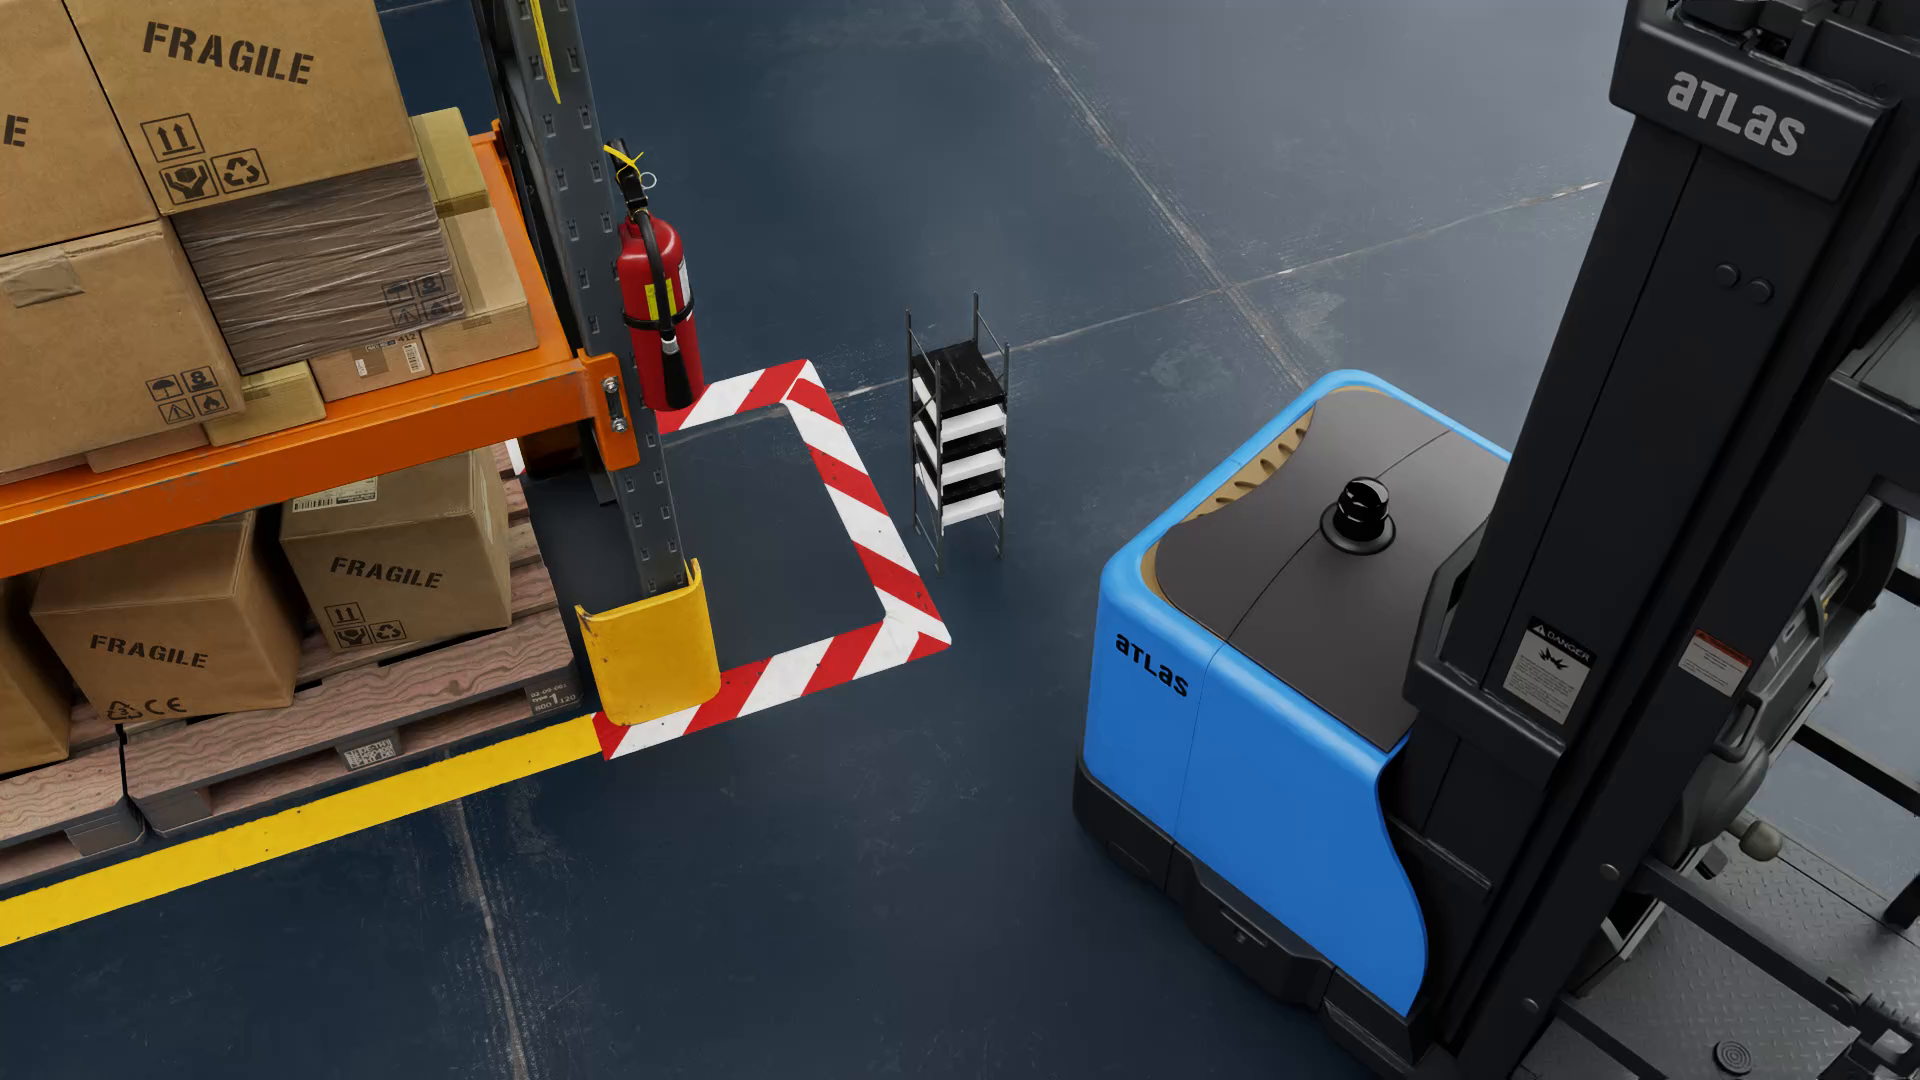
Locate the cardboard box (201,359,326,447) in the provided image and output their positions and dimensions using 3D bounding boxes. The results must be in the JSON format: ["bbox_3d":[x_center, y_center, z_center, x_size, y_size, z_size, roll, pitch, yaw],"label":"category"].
[{"bbox_3d":[-1.621,-0.418,3.798,0.250,0.149,0.380,-17,52,-14],"label":"cardboard box"}]

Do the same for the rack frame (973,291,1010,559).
[{"bbox_3d":[0.087,-0.320,4.932,0.006,0.900,0.240,-17,52,-14],"label":"rack frame"}]

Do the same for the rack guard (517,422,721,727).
[{"bbox_3d":[-1.062,-0.070,4.980,0.348,0.500,1.175,-17,52,-14],"label":"rack guard"}]

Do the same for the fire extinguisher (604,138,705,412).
[{"bbox_3d":[-0.711,-0.590,3.830,0.183,0.674,0.296,-17,52,-14],"label":"fire extinguisher"}]

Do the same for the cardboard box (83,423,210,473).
[{"bbox_3d":[-1.858,-0.357,3.745,0.250,0.149,0.380,-17,52,-14],"label":"cardboard box"}]

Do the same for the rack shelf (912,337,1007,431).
[{"bbox_3d":[-0.008,-0.445,4.727,0.200,0.077,0.258,-17,52,-14],"label":"rack shelf"}]

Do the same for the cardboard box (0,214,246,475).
[{"bbox_3d":[-1.929,-0.669,3.586,0.500,0.500,0.875,-17,52,-14],"label":"cardboard box"}]

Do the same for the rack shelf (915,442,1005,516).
[{"bbox_3d":[-0.008,-0.211,5.000,0.200,0.077,0.258,-17,52,-14],"label":"rack shelf"}]

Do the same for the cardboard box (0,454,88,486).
[{"bbox_3d":[-2.105,-0.315,3.709,0.250,0.149,0.380,-17,52,-14],"label":"cardboard box"}]

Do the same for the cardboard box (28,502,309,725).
[{"bbox_3d":[-2.116,0.134,4.528,0.500,0.500,0.500,-5,50,-5],"label":"cardboard box"}]

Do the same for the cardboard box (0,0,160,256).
[{"bbox_3d":[-1.868,-0.883,3.110,0.500,0.500,0.500,-17,52,-14],"label":"cardboard box"}]

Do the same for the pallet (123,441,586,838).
[{"bbox_3d":[-1.827,0.232,4.911,1.213,0.211,1.003,-17,52,-14],"label":"pallet"}]

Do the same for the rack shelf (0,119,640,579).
[{"bbox_3d":[-2.843,-0.098,3.831,4.000,0.370,1.077,-17,52,-14],"label":"rack shelf"}]

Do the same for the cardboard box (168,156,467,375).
[{"bbox_3d":[-1.511,-0.897,3.781,0.500,0.500,0.875,-17,52,-14],"label":"cardboard box"}]

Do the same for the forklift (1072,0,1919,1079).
[{"bbox_3d":[1.720,0.321,3.042,3.031,2.935,1.130,36,58,27],"label":"forklift"}]

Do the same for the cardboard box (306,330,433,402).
[{"bbox_3d":[-1.409,-0.526,3.890,0.250,0.149,0.380,-17,52,-14],"label":"cardboard box"}]

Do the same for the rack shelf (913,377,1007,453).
[{"bbox_3d":[-0.008,-0.386,4.795,0.200,0.077,0.258,-17,52,-14],"label":"rack shelf"}]

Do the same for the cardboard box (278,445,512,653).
[{"bbox_3d":[-1.576,-0.061,4.696,0.500,0.500,0.500,-9,50,-7],"label":"cardboard box"}]

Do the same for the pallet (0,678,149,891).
[{"bbox_3d":[-2.955,0.579,4.613,1.213,0.211,1.003,-17,52,-14],"label":"pallet"}]

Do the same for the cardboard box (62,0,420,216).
[{"bbox_3d":[-1.407,-1.030,3.236,0.500,0.500,0.500,-17,52,-14],"label":"cardboard box"}]

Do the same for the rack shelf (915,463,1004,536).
[{"bbox_3d":[-0.008,-0.152,5.068,0.200,0.077,0.258,-17,52,-14],"label":"rack shelf"}]

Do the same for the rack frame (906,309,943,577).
[{"bbox_3d":[-0.102,-0.262,4.882,0.006,0.900,0.240,-17,52,-14],"label":"rack frame"}]

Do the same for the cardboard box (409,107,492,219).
[{"bbox_3d":[-1.346,-0.910,4.220,0.250,0.149,0.380,-17,52,-14],"label":"cardboard box"}]

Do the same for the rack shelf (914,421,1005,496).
[{"bbox_3d":[-0.008,-0.269,4.932,0.200,0.077,0.258,-17,52,-14],"label":"rack shelf"}]

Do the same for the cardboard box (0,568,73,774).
[{"bbox_3d":[-2.703,0.301,4.385,0.500,0.500,0.500,-13,51,-11],"label":"cardboard box"}]

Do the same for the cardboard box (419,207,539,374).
[{"bbox_3d":[-1.177,-0.597,3.951,0.250,0.149,0.380,-17,52,-14],"label":"cardboard box"}]

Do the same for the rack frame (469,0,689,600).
[{"bbox_3d":[-0.992,-0.906,4.051,0.127,3.000,1.000,-17,52,-14],"label":"rack frame"}]

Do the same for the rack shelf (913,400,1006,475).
[{"bbox_3d":[-0.008,-0.328,4.864,0.200,0.077,0.258,-17,52,-14],"label":"rack shelf"}]

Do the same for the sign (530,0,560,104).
[{"bbox_3d":[-0.800,-0.991,3.152,0.005,0.325,0.100,-17,52,-14],"label":"sign"}]

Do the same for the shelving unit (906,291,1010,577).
[{"bbox_3d":[-0.008,-0.291,4.907,0.210,0.900,0.258,-17,52,-14],"label":"shelving unit"}]
